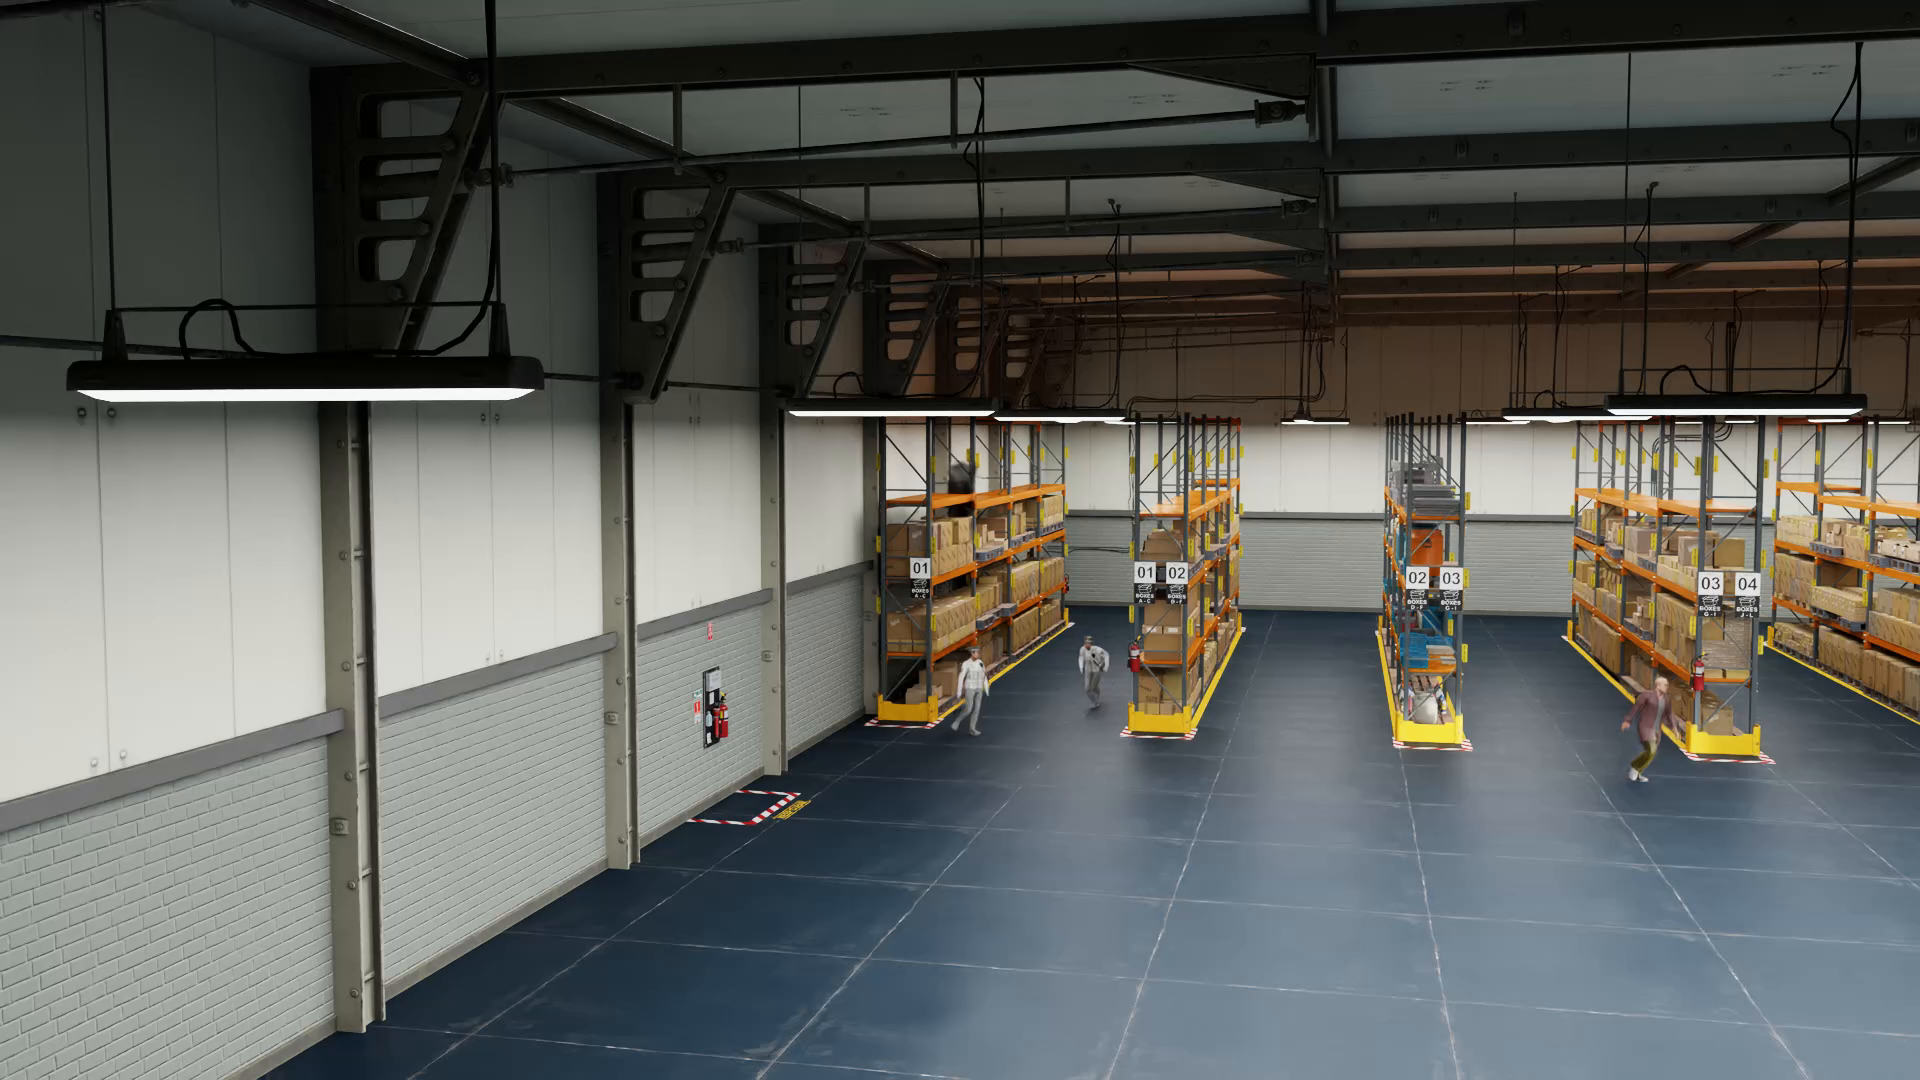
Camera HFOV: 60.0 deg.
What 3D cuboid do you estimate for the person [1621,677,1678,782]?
[{"bbox_3d":[11.113,3.046,26.725,0.684,1.726,0.732,-2,4,-26],"label":"person"}]

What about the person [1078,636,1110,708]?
[{"bbox_3d":[2.737,2.689,33.855,0.638,1.501,0.796,2,4,23],"label":"person"}]

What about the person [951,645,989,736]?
[{"bbox_3d":[0.181,2.788,30.960,0.616,1.679,0.536,-3,5,-34],"label":"person"}]
